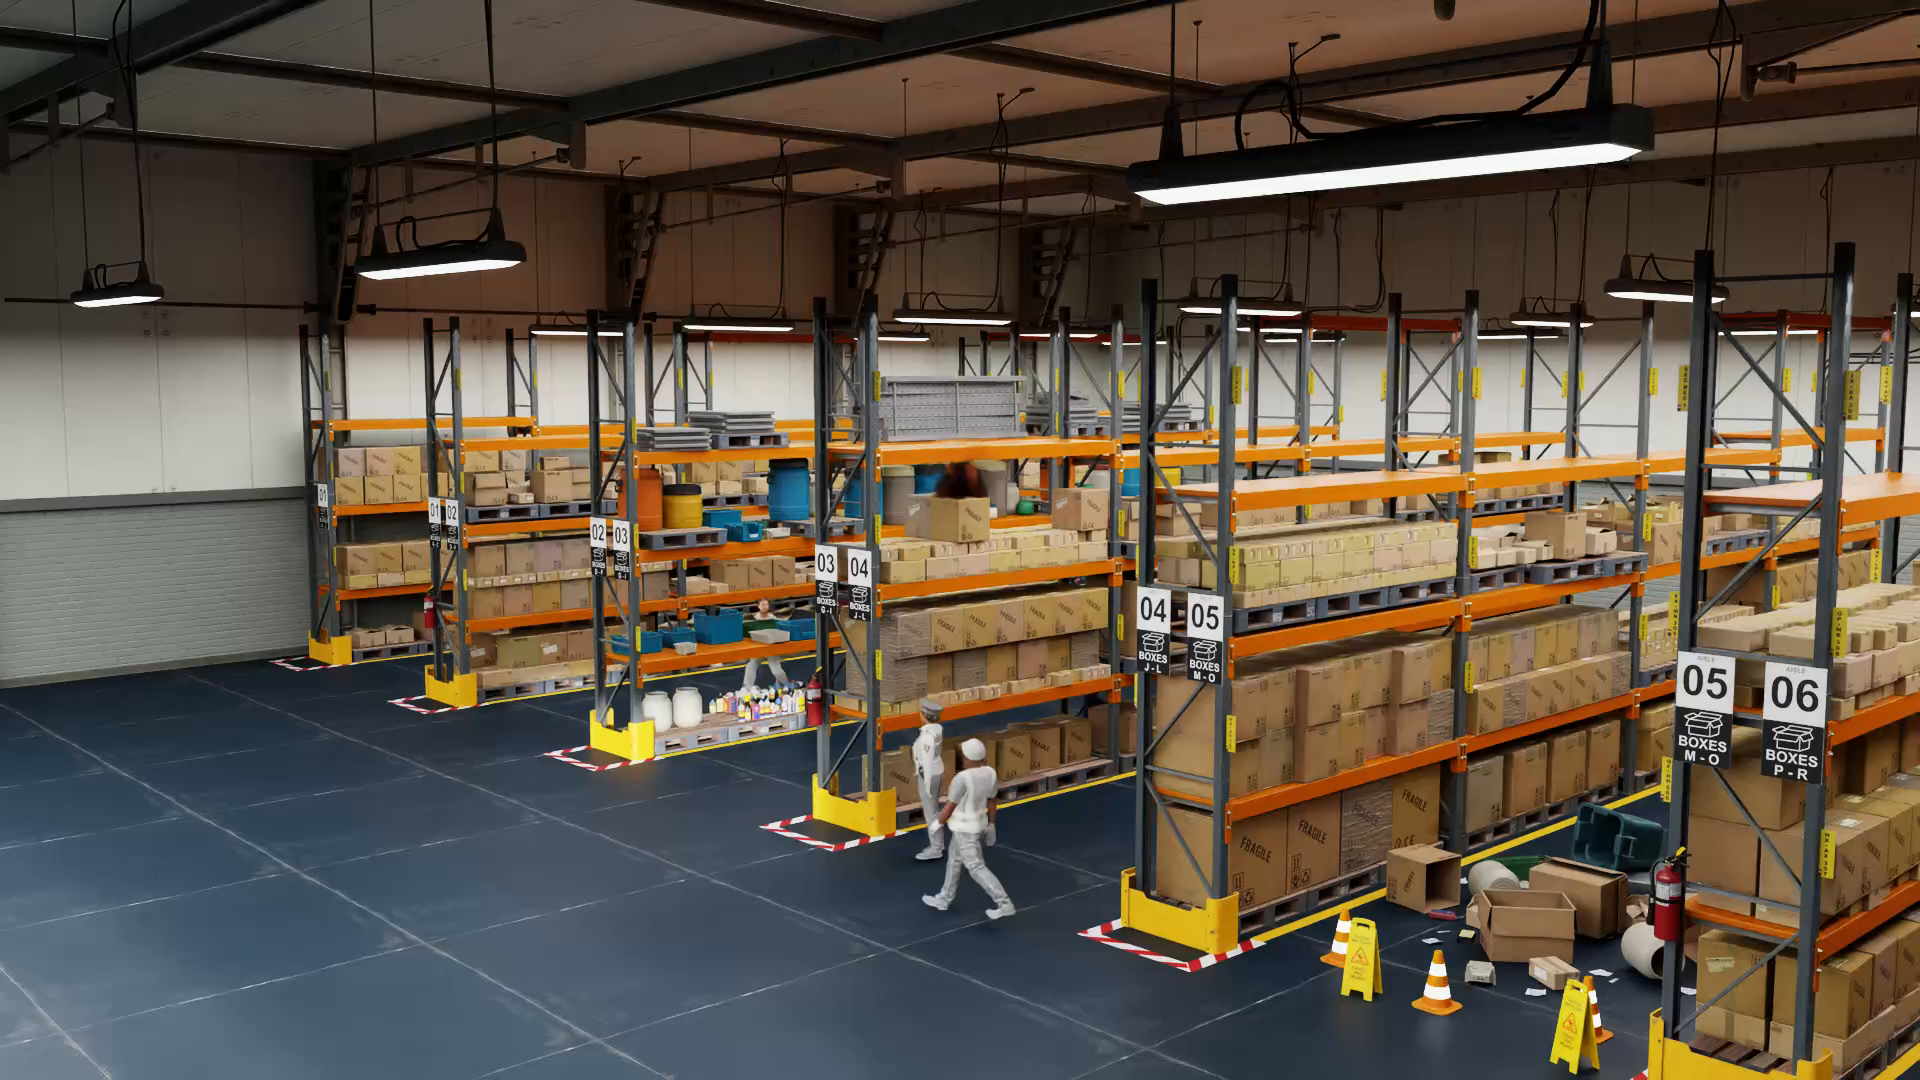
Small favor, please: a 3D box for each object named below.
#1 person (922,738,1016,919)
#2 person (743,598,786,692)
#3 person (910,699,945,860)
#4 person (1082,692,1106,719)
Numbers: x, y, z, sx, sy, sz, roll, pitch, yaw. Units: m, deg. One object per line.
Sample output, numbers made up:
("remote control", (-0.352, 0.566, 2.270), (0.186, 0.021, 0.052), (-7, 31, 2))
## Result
("person", (0.059, 2.719, 15.691), (1.051, 1.744, 0.509), (2, 6, 22))
("person", (-3.069, 1.724, 26.144), (0.982, 1.649, 0.660), (-4, 7, -38))
("person", (-0.333, 2.553, 17.714), (0.347, 1.726, 0.483), (1, 6, 12))
("person", (1.935, 1.943, 24.084), (0.929, 1.596, 0.493), (-4, 7, -37))
